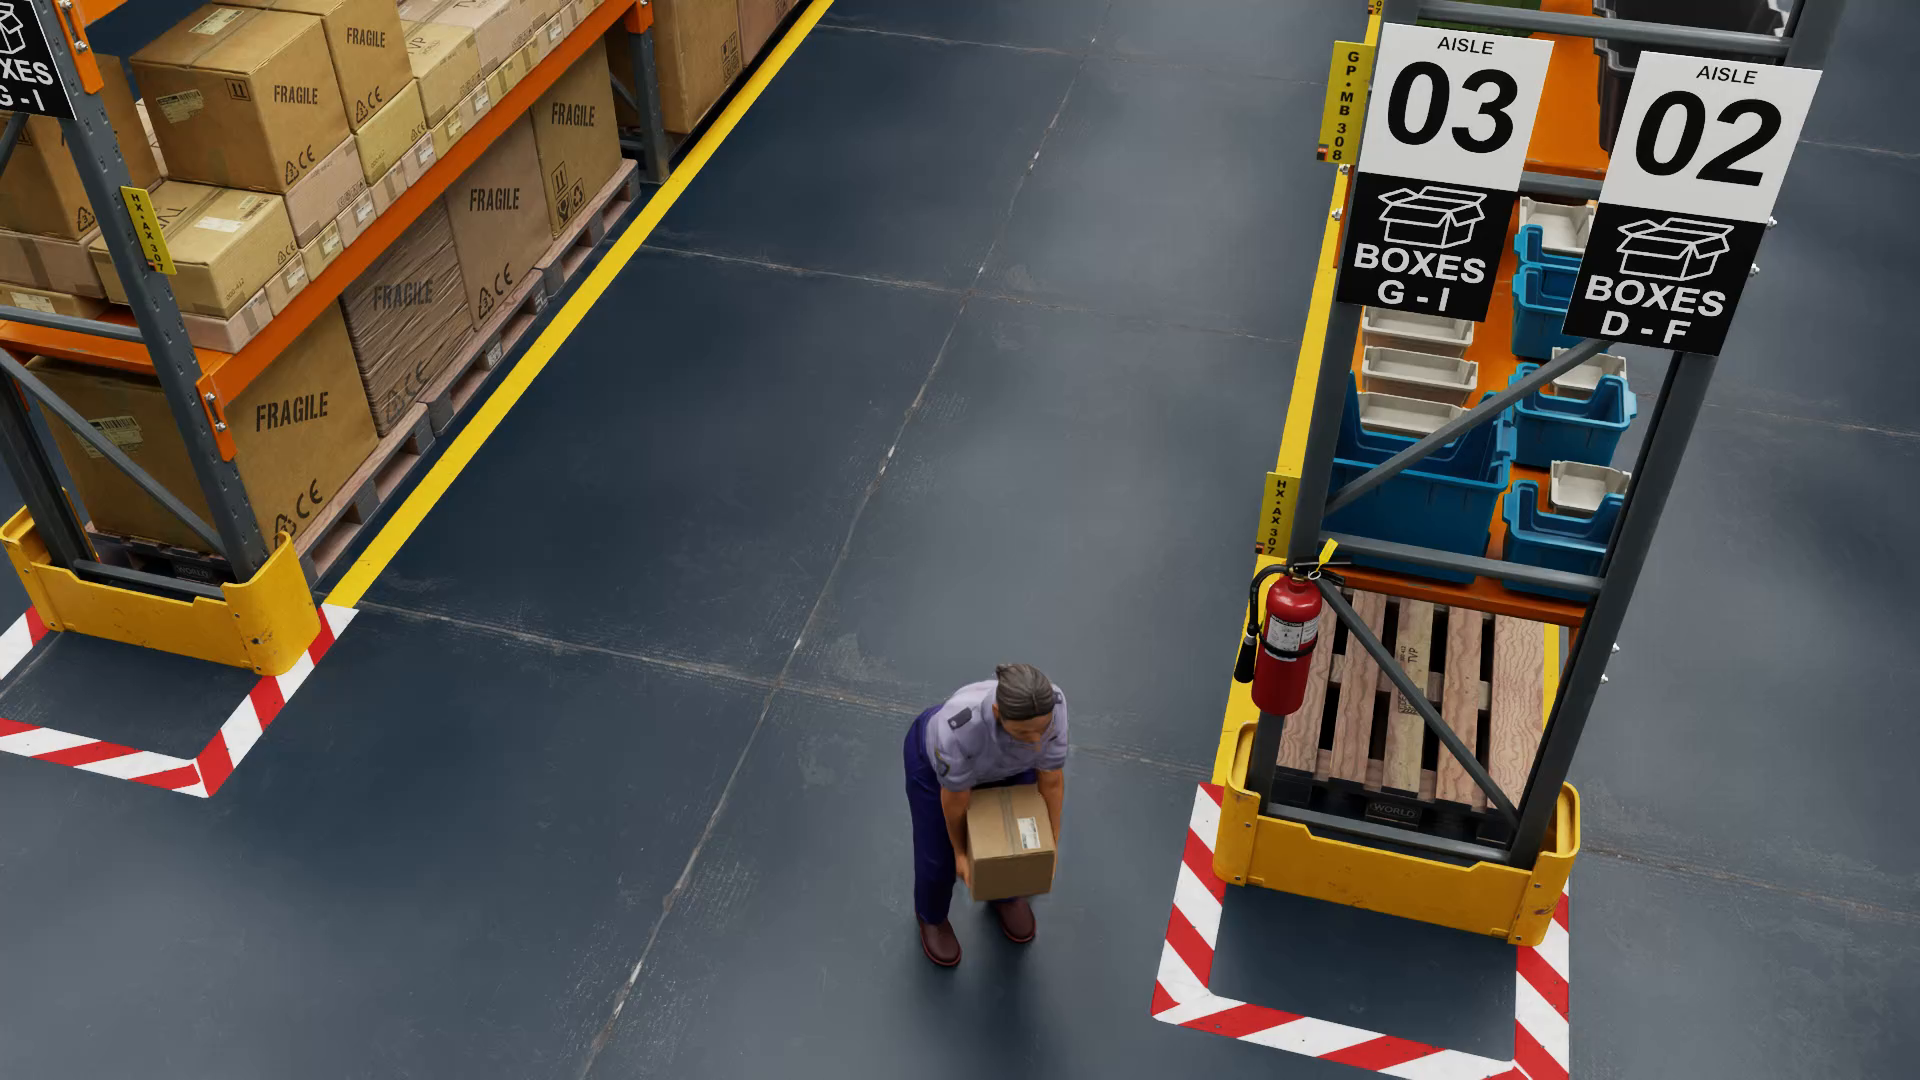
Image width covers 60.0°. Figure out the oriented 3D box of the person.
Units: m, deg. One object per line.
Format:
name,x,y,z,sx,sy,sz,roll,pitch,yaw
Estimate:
person,0.081,0.830,5.319,0.454,1.531,0.623,-14,43,-15
